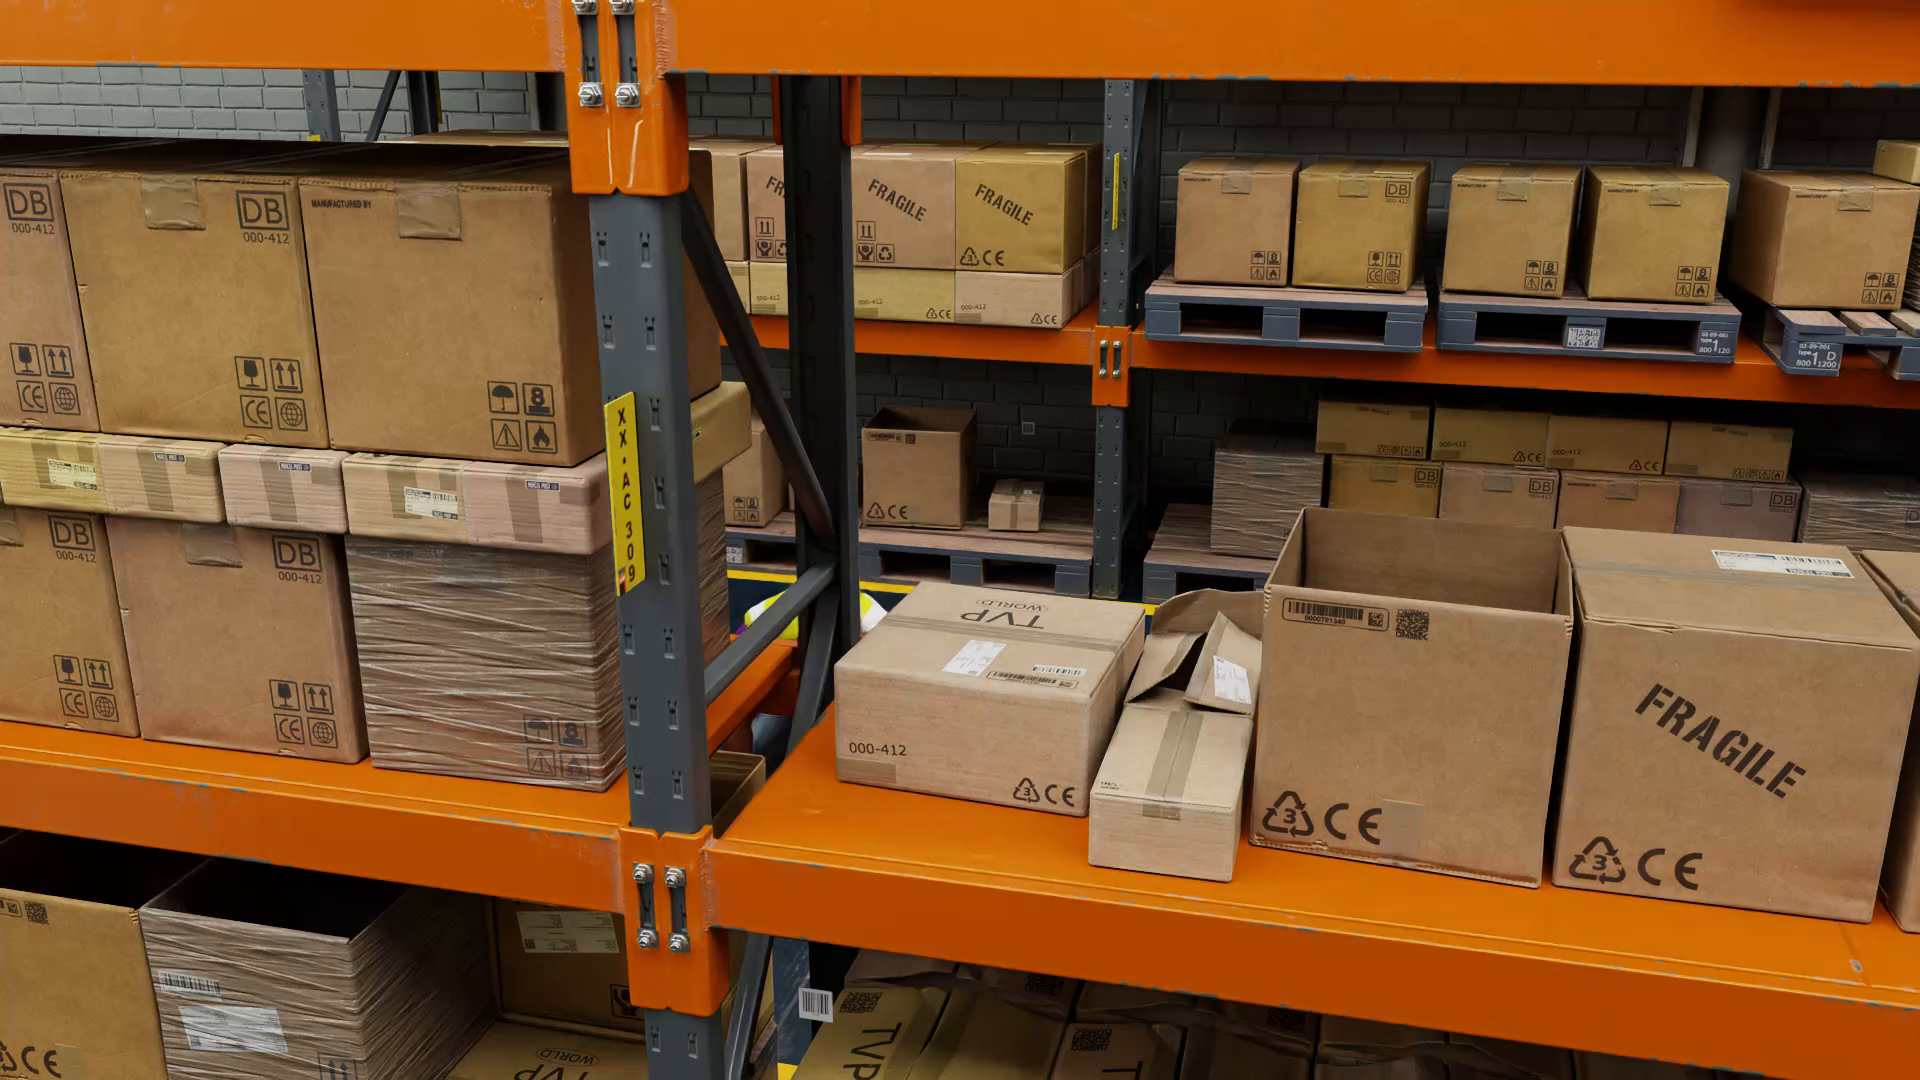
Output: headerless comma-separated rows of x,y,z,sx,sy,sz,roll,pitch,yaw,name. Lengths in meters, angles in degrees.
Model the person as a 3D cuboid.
-0.445,0.547,5.597,0.584,0.995,0.891,4,19,13,person
